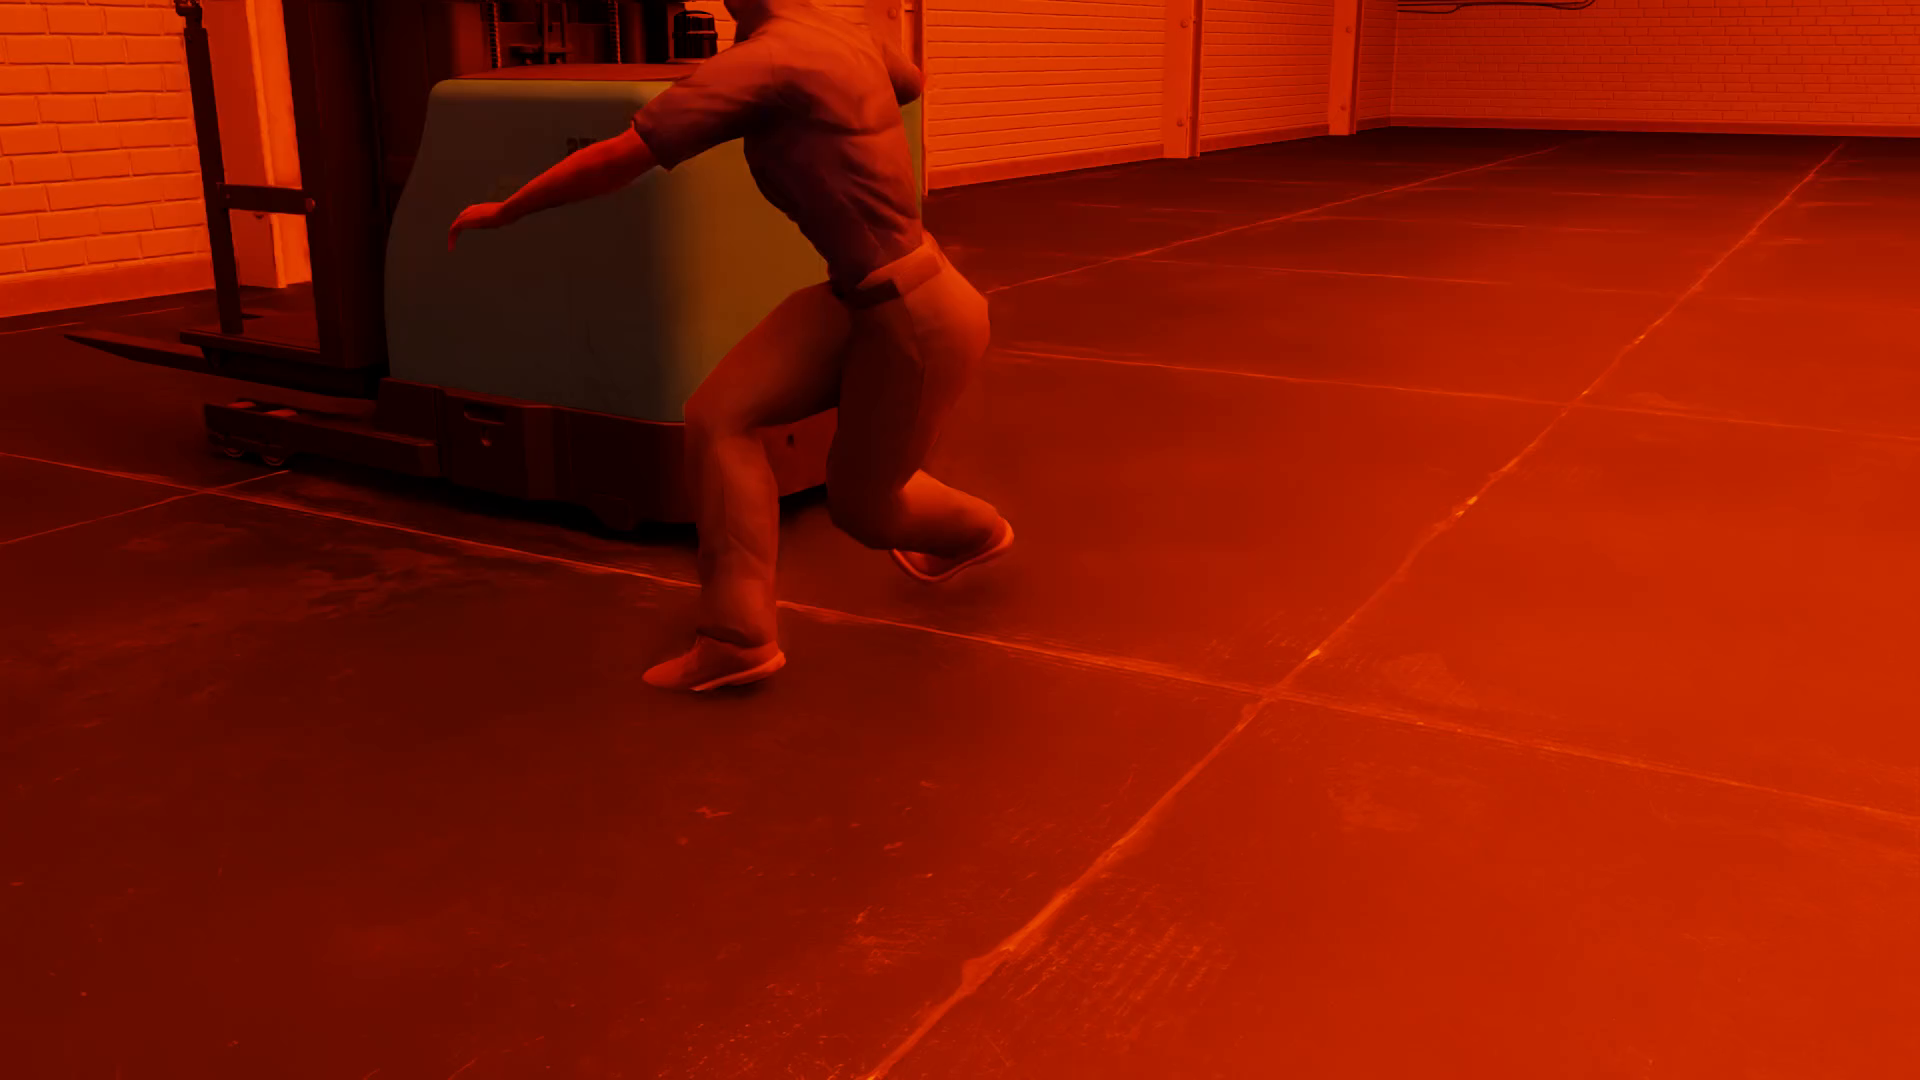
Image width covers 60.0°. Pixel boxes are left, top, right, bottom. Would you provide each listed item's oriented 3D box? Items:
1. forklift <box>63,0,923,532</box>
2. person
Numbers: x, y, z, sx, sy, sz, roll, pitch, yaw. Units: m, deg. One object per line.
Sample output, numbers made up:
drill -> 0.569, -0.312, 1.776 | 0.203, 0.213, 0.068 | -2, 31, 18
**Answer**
forklift -> -1.591, -1.726, 4.715 | 3.031, 2.935, 1.130 | 11, 20, 33
person -> -0.392, -0.463, 3.184 | 1.088, 1.449, 0.827 | -3, 17, -10
